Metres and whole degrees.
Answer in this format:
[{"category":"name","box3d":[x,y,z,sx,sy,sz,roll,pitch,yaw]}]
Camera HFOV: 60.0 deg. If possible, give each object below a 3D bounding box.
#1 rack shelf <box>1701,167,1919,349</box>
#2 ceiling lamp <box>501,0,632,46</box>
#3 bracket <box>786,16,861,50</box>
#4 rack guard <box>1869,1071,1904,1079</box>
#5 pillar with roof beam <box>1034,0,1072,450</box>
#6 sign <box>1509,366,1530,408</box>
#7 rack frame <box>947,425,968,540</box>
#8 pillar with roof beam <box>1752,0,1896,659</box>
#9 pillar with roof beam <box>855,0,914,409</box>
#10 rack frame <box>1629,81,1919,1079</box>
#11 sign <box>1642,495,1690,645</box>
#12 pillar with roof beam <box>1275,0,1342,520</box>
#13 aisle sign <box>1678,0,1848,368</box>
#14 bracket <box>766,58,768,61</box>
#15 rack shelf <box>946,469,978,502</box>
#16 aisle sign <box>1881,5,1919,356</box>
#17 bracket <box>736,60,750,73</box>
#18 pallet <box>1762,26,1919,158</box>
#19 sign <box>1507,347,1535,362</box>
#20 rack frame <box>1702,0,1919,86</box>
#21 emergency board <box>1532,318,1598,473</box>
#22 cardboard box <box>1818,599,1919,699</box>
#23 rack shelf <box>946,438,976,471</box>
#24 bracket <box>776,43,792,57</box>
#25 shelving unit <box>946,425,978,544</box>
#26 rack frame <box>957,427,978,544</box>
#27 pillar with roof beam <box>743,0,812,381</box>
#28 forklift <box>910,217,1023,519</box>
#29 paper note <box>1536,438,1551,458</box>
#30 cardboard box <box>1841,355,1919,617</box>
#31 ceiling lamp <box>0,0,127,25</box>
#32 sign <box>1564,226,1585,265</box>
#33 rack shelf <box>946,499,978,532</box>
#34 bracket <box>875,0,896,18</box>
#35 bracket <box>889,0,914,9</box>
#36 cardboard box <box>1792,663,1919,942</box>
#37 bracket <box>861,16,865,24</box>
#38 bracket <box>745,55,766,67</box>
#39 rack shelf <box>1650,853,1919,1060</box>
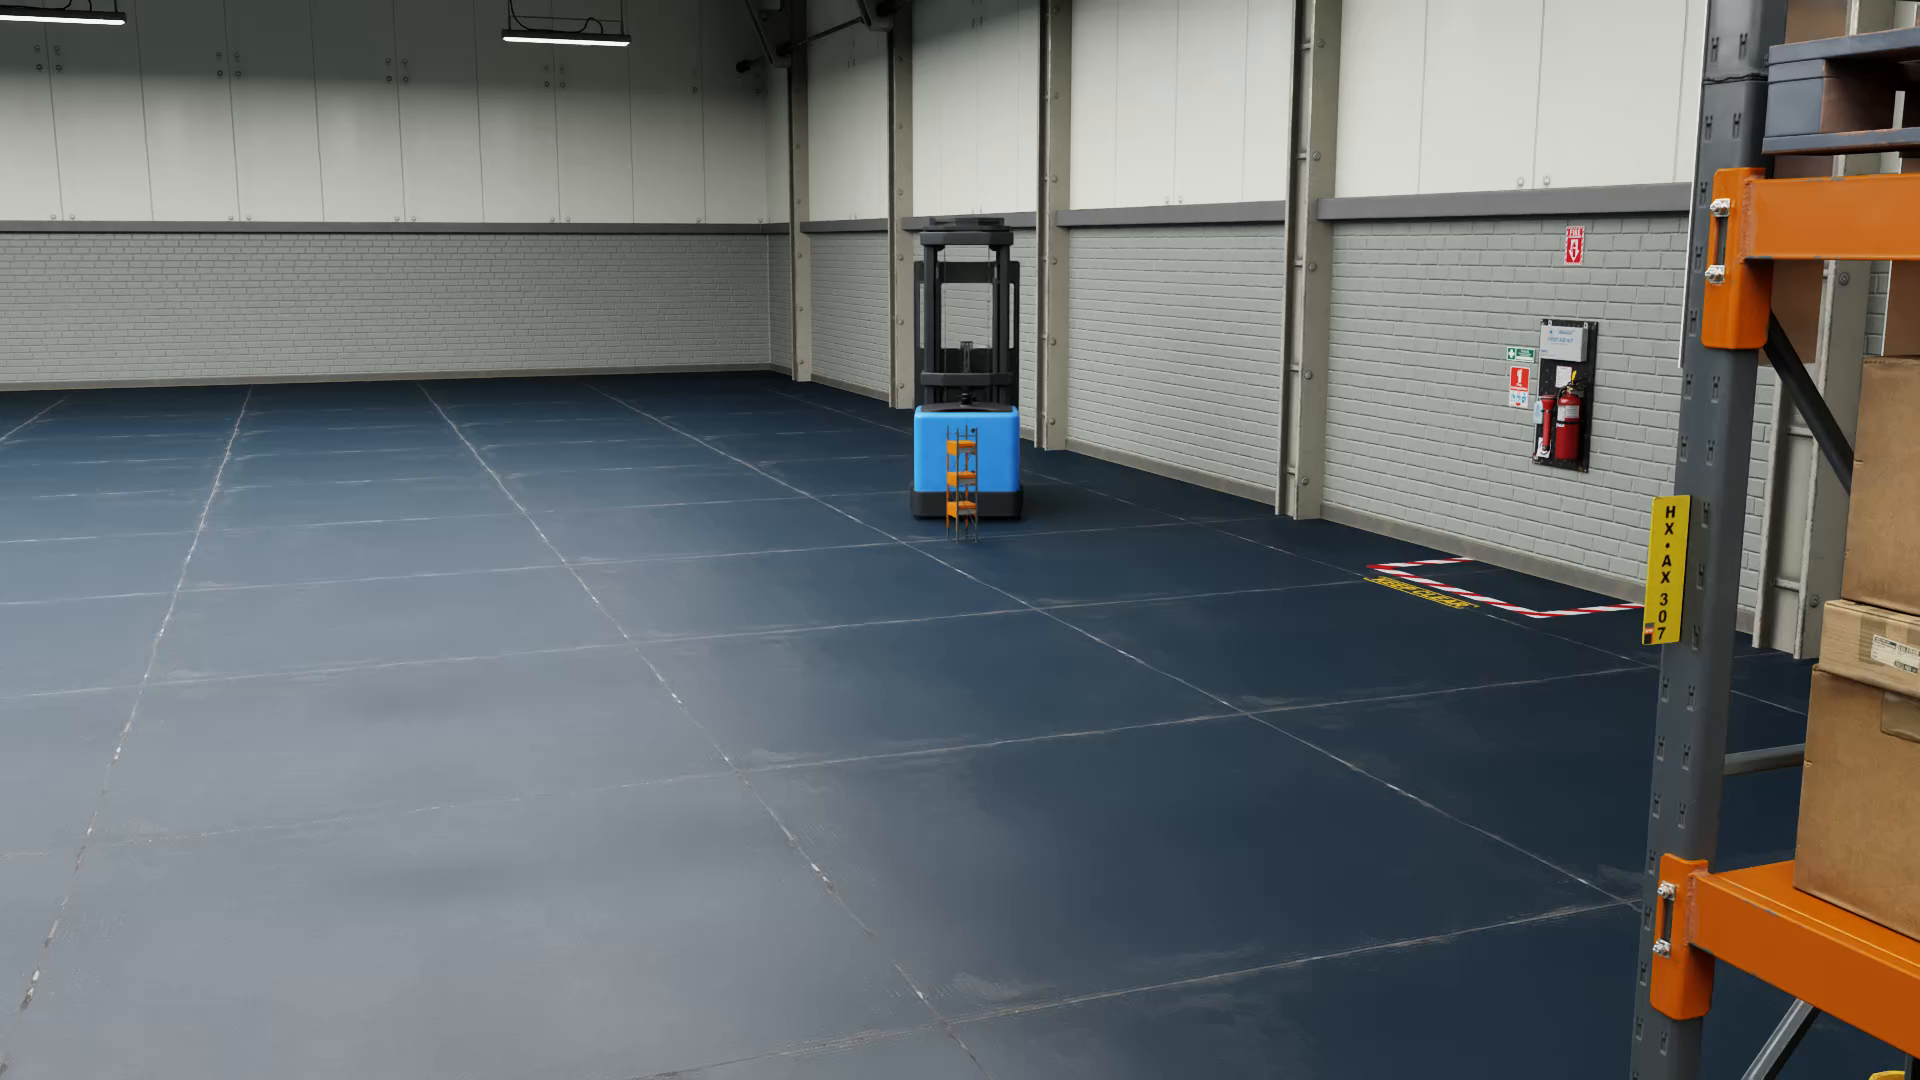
[{"category":"rack shelf","box3d":[2.780,-0.299,1.857,1.077,0.370,4.000,-4,11,-21]},{"category":"ceiling lamp","box3d":[-6.364,-9.537,26.505,2.000,3.185,0.800,-4,11,-21]},{"category":"bracket","box3d":[-2.388,-8.871,29.145,0.076,0.066,4.783,-4,11,-21]},{"category":"rack guard","box3d":[2.046,1.724,4.132,1.175,0.500,0.348,-4,11,-21]},{"category":"pillar with roof beam","box3d":[-2.805,-5.377,19.785,9.100,9.000,0.400,-4,11,-21]},{"category":"sign","box3d":[4.592,-1.258,13.657,0.001,0.329,0.234,-4,11,-21]},{"category":"rack frame","box3d":[-0.025,-0.528,15.221,0.200,1.050,0.008,-4,11,-21]},{"category":"pillar with roof beam","box3d":[1.544,-3.419,8.773,9.100,9.000,0.400,-4,11,-21]},{"category":"pillar with roof beam","box3d":[-4.979,-6.357,25.290,9.100,9.000,0.548,-4,11,-21]},{"category":"rack frame","box3d":[2.055,0.497,3.892,1.000,3.000,0.127,-4,11,-21]},{"category":"sign","box3d":[1.536,0.066,3.616,0.100,0.325,0.005,-4,11,-21]},{"category":"pillar with roof beam","box3d":[-0.630,-4.398,14.279,9.100,9.000,0.400,-4,11,-21]},{"category":"aisle sign","box3d":[1.746,-0.774,3.615,0.394,0.787,0.004,-4,11,-21]},{"category":"bracket","box3d":[-3.622,-9.427,32.271,0.235,0.232,0.430,-4,11,-21]},{"category":"rack shelf","box3d":[0.019,-0.498,15.111,0.215,0.259,0.240,-4,11,-21]},{"category":"aisle sign","box3d":[2.305,-0.812,3.829,0.394,0.787,0.004,-4,11,-21]},{"category":"bracket","box3d":[-4.481,-9.813,34.446,0.235,0.232,0.430,-4,11,-21]},{"category":"pallet","box3d":[2.287,-0.819,2.978,1.003,0.211,1.213,-4,11,-21]},{"category":"sign","box3d":[4.585,-1.518,13.603,0.001,0.109,0.331,-4,11,-21]},{"category":"rack frame","box3d":[2.055,-2.457,3.366,1.000,3.000,0.127,-4,11,-21]},{"category":"emergency board","box3d":[4.696,-1.144,13.116,0.194,1.169,0.643,-4,11,-21]},{"category":"cardboard box","box3d":[1.996,0.206,3.389,0.380,0.149,0.250,-4,11,-21]},{"category":"rack shelf","box3d":[0.019,-0.777,15.061,0.215,0.259,0.240,-4,11,-21]},{"category":"bracket","box3d":[-3.321,-9.291,31.509,0.235,0.232,0.430,-4,11,-21]},{"category":"shelving unit","box3d":[0.019,-0.508,15.109,0.215,1.050,0.252,-4,11,-21]},{"category":"rack frame","box3d":[0.064,-0.488,14.997,0.200,1.050,0.008,-4,11,-21]},{"category":"pillar with roof beam","box3d":[-7.153,-7.336,30.796,9.100,9.000,0.548,-4,11,-21]},{"category":"forklift","box3d":[0.068,-1.866,17.369,1.130,2.935,3.031,0,10,0]},{"category":"paper note","box3d":[4.697,-0.743,13.380,0.016,0.148,0.142,-4,11,-21]},{"category":"cardboard box","box3d":[2.231,-0.105,3.288,0.700,0.500,0.500,-4,11,-21]},{"category":"ceiling lamp","box3d":[-13.205,-9.072,23.887,2.000,3.185,0.800,-4,11,-21]},{"category":"sign","box3d":[4.786,-2.293,12.956,0.001,0.298,0.199,-4,11,-21]},{"category":"rack shelf","box3d":[0.019,-0.224,15.159,0.215,0.259,0.240,-4,11,-21]},{"category":"bracket","box3d":[-1.147,-8.312,26.004,0.235,0.232,0.430,-4,11,-21]},{"category":"bracket","box3d":[-0.213,-7.891,23.639,0.076,0.066,4.783,-4,11,-21]},{"category":"cardboard box","box3d":[2.212,0.525,3.450,0.700,0.500,0.500,-4,11,-21]},{"category":"bracket","box3d":[-1.448,-8.447,26.765,0.235,0.232,0.430,-4,11,-21]},{"category":"bracket","box3d":[-4.267,-9.717,33.904,0.076,0.066,3.189,-4,11,-21]},{"category":"rack shelf","box3d":[2.780,1.178,2.119,1.077,0.370,4.000,-4,11,-21]}]
